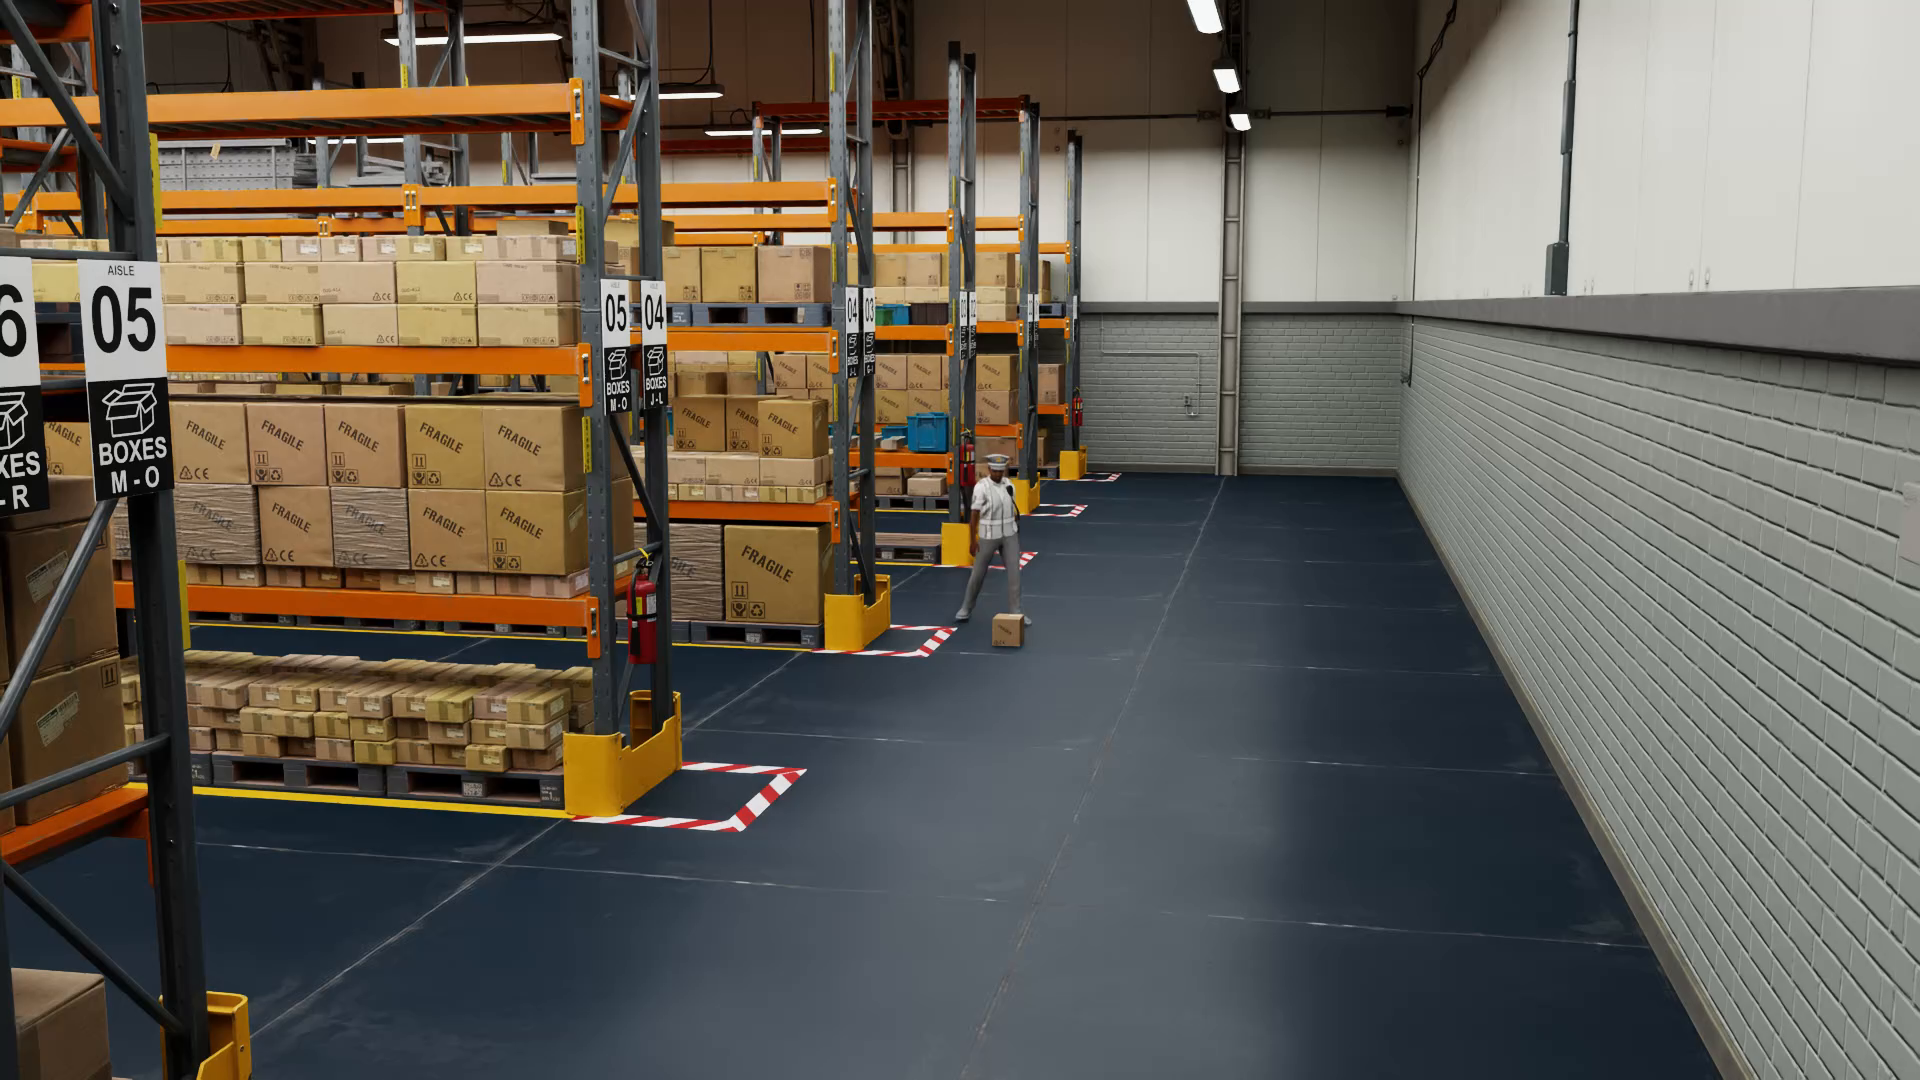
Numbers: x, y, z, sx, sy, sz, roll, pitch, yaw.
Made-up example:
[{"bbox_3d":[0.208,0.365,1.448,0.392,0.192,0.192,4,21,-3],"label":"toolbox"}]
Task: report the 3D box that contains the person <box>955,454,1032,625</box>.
[{"bbox_3d":[0.301,-0.016,15.915,0.621,1.639,0.663,-3,9,-21],"label":"person"}]
